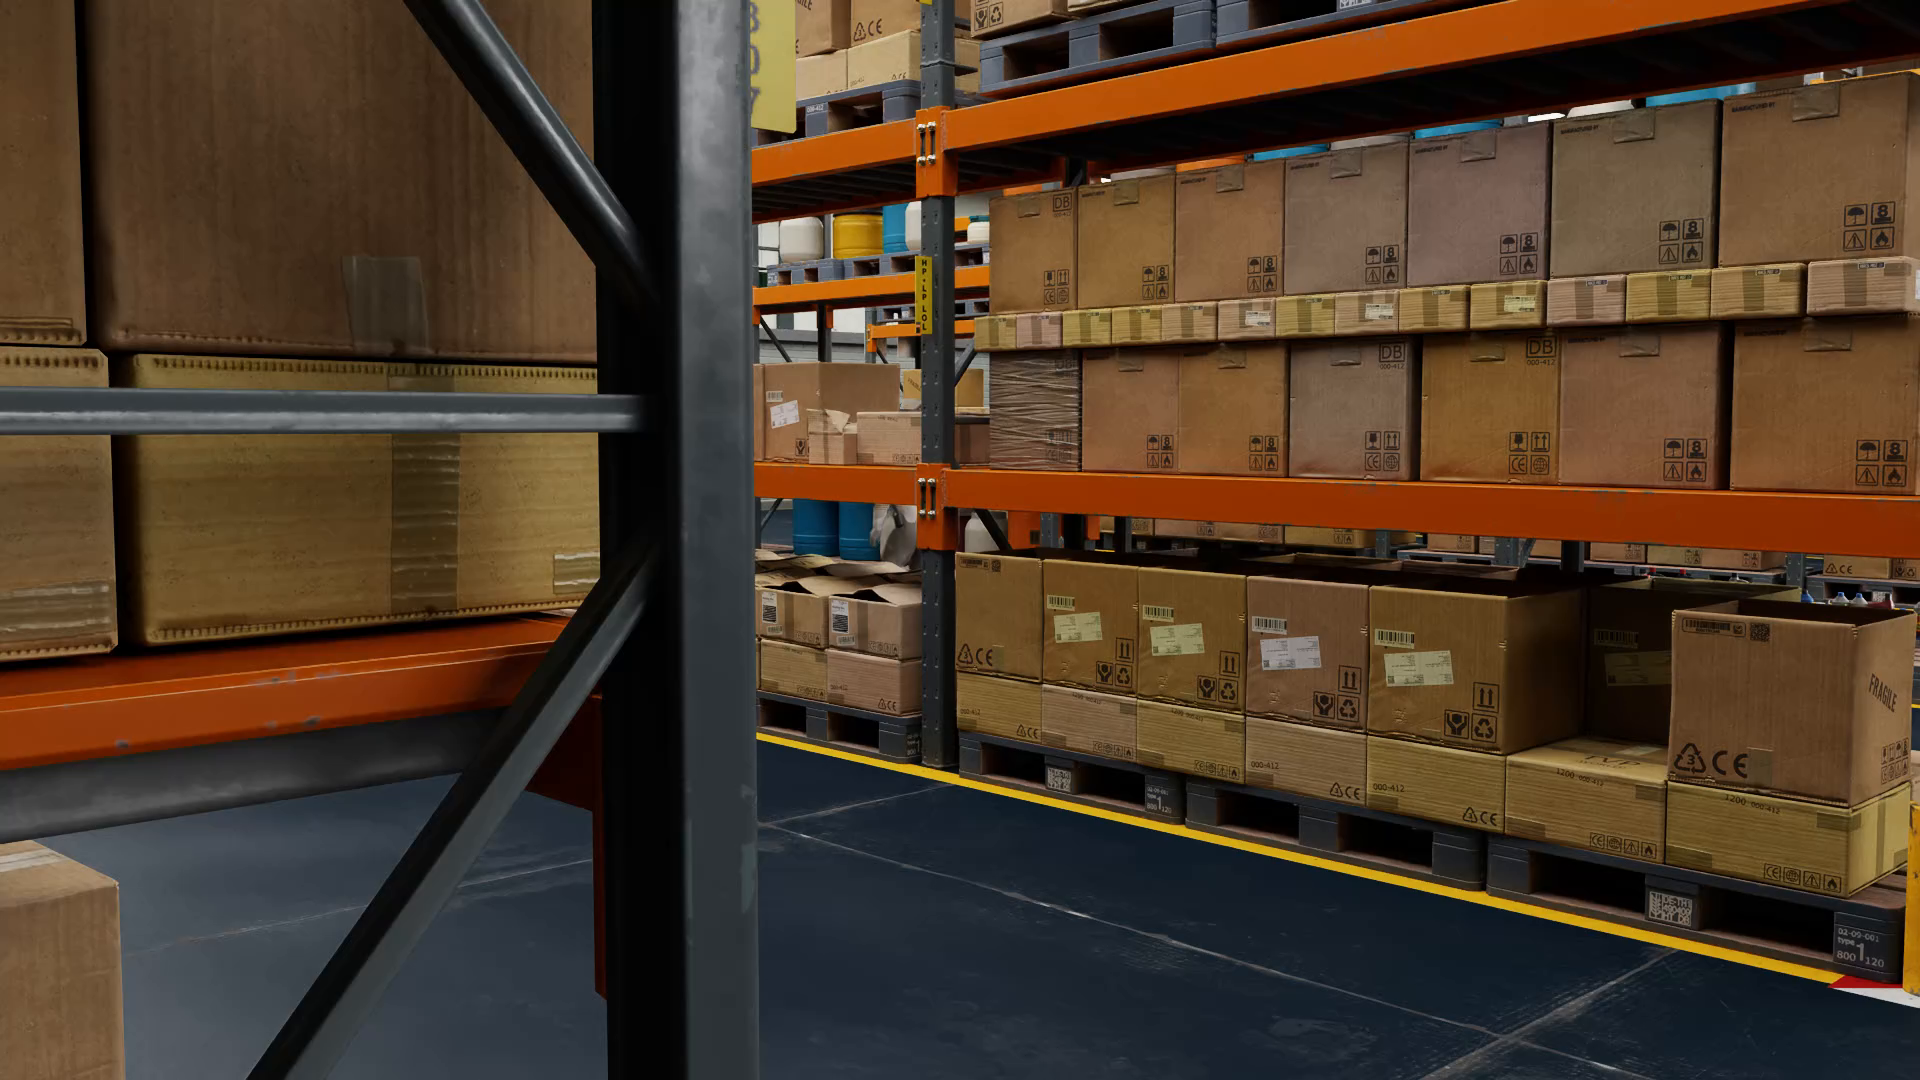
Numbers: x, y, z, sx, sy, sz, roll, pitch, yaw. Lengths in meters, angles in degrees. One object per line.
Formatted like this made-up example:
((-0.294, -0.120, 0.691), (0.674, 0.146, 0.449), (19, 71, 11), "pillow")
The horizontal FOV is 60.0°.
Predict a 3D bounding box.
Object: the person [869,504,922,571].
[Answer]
((-0.369, -0.080, 11.388), (0.516, 1.576, 0.526), (-4, 5, -43), "person")
